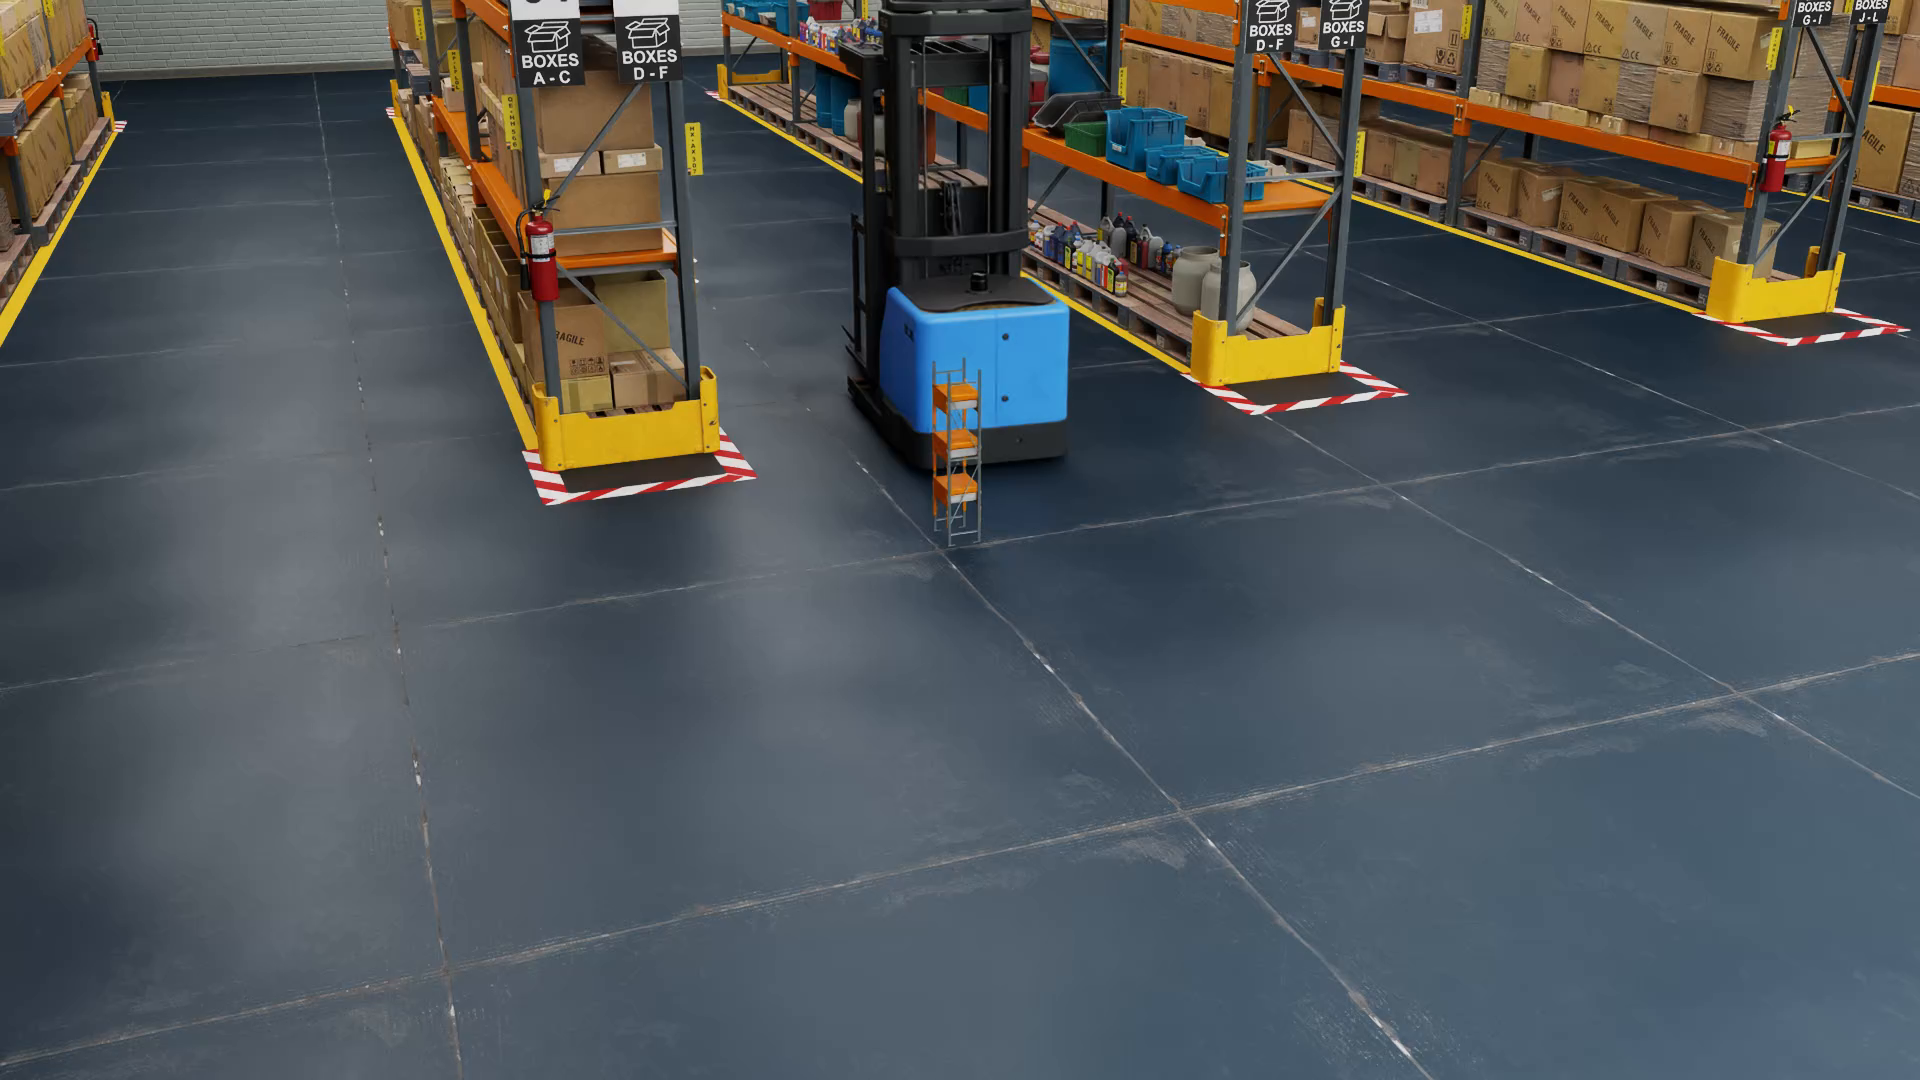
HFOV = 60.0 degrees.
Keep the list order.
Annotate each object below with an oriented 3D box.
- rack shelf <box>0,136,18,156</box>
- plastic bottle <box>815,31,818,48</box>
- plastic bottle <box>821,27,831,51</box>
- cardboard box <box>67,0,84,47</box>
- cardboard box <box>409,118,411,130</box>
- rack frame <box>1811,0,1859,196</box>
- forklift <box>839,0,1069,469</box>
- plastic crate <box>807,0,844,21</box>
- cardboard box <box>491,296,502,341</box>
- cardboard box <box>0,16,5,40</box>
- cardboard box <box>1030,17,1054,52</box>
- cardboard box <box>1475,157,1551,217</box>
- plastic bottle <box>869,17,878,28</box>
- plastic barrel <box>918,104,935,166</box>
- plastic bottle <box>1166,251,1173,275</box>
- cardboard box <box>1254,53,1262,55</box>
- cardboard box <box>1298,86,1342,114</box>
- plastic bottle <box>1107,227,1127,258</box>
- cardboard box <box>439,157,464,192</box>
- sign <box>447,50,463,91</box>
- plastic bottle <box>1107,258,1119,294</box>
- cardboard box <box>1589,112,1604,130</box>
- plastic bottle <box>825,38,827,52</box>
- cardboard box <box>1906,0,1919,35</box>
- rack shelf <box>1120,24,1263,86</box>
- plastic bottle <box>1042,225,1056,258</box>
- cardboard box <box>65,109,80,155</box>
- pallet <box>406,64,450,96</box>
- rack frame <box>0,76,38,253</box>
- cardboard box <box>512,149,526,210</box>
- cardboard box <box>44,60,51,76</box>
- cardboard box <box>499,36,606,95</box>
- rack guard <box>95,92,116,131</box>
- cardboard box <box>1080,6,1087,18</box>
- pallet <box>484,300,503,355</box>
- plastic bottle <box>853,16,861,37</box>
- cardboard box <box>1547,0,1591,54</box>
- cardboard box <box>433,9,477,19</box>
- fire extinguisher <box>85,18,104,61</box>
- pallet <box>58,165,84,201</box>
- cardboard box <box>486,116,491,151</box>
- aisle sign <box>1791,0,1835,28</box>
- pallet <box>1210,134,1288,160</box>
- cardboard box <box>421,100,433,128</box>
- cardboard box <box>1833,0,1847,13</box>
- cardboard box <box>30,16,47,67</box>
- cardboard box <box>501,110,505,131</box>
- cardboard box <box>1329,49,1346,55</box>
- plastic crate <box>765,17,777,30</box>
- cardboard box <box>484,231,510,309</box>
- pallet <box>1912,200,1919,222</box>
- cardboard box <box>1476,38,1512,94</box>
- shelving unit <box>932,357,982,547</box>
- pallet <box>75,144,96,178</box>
[{"bbox_3d":[-8.966,-3.140,14.264,1.077,0.370,4.000,-8,24,-19],"label":"rack shelf"},{"bbox_3d":[-1.831,-6.484,21.529,0.097,0.201,0.097,0,23,0],"label":"plastic bottle"},{"bbox_3d":[-1.683,-6.397,21.224,0.152,0.276,0.135,-8,24,-19],"label":"plastic bottle"},{"bbox_3d":[-12.041,-6.796,21.626,0.980,0.700,0.700,-9,24,-19],"label":"cardboard box"},{"bbox_3d":[-7.108,-5.518,22.083,0.380,0.149,0.250,-8,24,-19],"label":"cardboard box"},{"bbox_3d":[10.318,-5.427,18.765,1.000,3.000,0.127,-8,24,-19],"label":"rack frame"},{"bbox_3d":[-0.191,-2.347,11.544,1.130,2.935,3.031,-6,24,-15],"label":"forklift"},{"bbox_3d":[-1.898,-7.427,23.349,0.402,0.464,0.583,-8,24,-19],"label":"plastic crate"},{"bbox_3d":[-3.402,-1.777,13.104,0.500,0.250,0.500,-8,24,-19],"label":"cardboard box"},{"bbox_3d":[-9.602,-4.947,16.121,0.500,0.250,0.500,-8,24,-18],"label":"cardboard box"},{"bbox_3d":[1.704,-8.137,27.387,0.875,0.875,0.875,-8,24,-19],"label":"cardboard box"},{"bbox_3d":[5.746,-3.674,17.283,0.500,0.500,0.500,-9,25,-21],"label":"cardboard box"},{"bbox_3d":[-1.121,-6.632,21.686,0.144,0.351,0.185,-8,24,-19],"label":"plastic bottle"},{"bbox_3d":[-0.593,-4.926,19.829,0.600,0.830,0.708,-8,24,-19],"label":"plastic barrel"},{"bbox_3d":[1.882,-2.462,14.766,0.097,0.201,0.097,0,23,0],"label":"plastic bottle"},{"bbox_3d":[3.823,-6.428,21.011,0.500,0.500,0.500,-8,24,-17],"label":"cardboard box"},{"bbox_3d":[4.494,-5.394,20.372,0.500,0.250,0.500,-7,24,-17],"label":"cardboard box"},{"bbox_3d":[1.444,-2.758,15.372,0.152,0.276,0.135,-8,24,-19],"label":"plastic bottle"},{"bbox_3d":[-5.129,-3.833,17.260,0.500,0.311,0.500,-7,24,-17],"label":"cardboard box"},{"bbox_3d":[-4.130,-3.845,13.621,0.100,0.325,0.005,-8,24,-19],"label":"sign"},{"bbox_3d":[1.305,-2.249,14.154,0.061,0.283,0.133,-8,24,-18],"label":"plastic bottle"},{"bbox_3d":[6.110,-3.920,15.513,0.380,0.149,0.250,-8,24,-19],"label":"cardboard box"},{"bbox_3d":[-1.668,-6.316,21.130,0.097,0.201,0.097,0,23,0],"label":"plastic bottle"},{"bbox_3d":[10.720,-5.671,17.760,0.875,0.550,0.550,-8,24,-19],"label":"cardboard box"},{"bbox_3d":[3.523,-6.632,22.549,1.077,0.370,4.000,-8,24,-19],"label":"rack shelf"},{"bbox_3d":[0.851,-2.762,15.381,0.152,0.276,0.135,-7,24,-17],"label":"plastic bottle"},{"bbox_3d":[-11.254,-4.979,20.378,0.700,0.500,0.500,-8,24,-18],"label":"cardboard box"},{"bbox_3d":[-5.344,-5.027,18.063,1.213,0.211,1.003,-8,24,-19],"label":"pallet"},{"bbox_3d":[-9.672,-4.198,15.848,1.000,3.000,0.127,-8,24,-19],"label":"rack frame"},{"bbox_3d":[-2.916,-2.752,12.288,0.700,0.500,0.500,-8,24,-17],"label":"cardboard box"},{"bbox_3d":[-10.590,-5.372,18.932,0.380,0.149,0.250,-8,24,-18],"label":"cardboard box"},{"bbox_3d":[-2.932,-3.362,12.066,0.700,0.500,0.500,-8,24,-19],"label":"cardboard box"},{"bbox_3d":[-12.507,-5.962,23.251,1.175,0.500,0.348,-8,24,-19],"label":"rack guard"},{"bbox_3d":[2.038,-8.014,25.226,0.380,0.149,0.250,-8,24,-18],"label":"cardboard box"},{"bbox_3d":[-3.385,-1.846,13.858,1.003,0.211,1.213,-8,24,-19],"label":"pallet"},{"bbox_3d":[-1.321,-6.679,21.798,0.144,0.351,0.185,-8,24,-19],"label":"plastic bottle"},{"bbox_3d":[5.918,-4.866,15.633,0.500,0.500,0.500,-8,24,-19],"label":"cardboard box"},{"bbox_3d":[-5.512,-5.690,18.720,0.700,0.500,0.500,-4,23,-9],"label":"cardboard box"},{"bbox_3d":[-12.120,-7.015,23.112,0.296,0.674,0.183,-8,24,-19],"label":"fire extinguisher"},{"bbox_3d":[-10.742,-4.096,19.197,1.003,0.211,1.213,-8,24,-19],"label":"pallet"},{"bbox_3d":[-3.841,-3.529,14.455,0.500,0.250,0.500,-7,24,-16],"label":"cardboard box"},{"bbox_3d":[6.797,-4.464,13.133,0.394,0.787,0.004,-8,24,-19],"label":"aisle sign"},{"bbox_3d":[4.022,-5.249,21.931,1.003,0.211,1.213,-8,24,-19],"label":"pallet"},{"bbox_3d":[-5.979,-4.974,19.376,0.500,0.250,0.500,-9,24,-20],"label":"cardboard box"},{"bbox_3d":[10.138,-6.114,18.977,0.700,0.500,0.500,-9,24,-20],"label":"cardboard box"},{"bbox_3d":[-10.497,-5.527,18.463,0.500,0.500,0.500,-8,24,-19],"label":"cardboard box"},{"bbox_3d":[-3.162,-3.084,12.241,0.380,0.149,0.250,-9,24,-19],"label":"cardboard box"},{"bbox_3d":[4.606,-5.721,19.113,0.500,0.250,0.500,-9,24,-20],"label":"cardboard box"},{"bbox_3d":[-2.464,-7.281,23.441,0.437,0.125,0.590,-8,24,-19],"label":"plastic crate"},{"bbox_3d":[-3.402,-2.123,12.959,0.500,0.500,0.500,-8,24,-19],"label":"cardboard box"},{"bbox_3d":[10.949,-3.411,17.572,1.003,0.211,1.213,-8,24,-19],"label":"pallet"},{"bbox_3d":[5.744,-4.795,16.752,0.875,0.500,0.500,-8,24,-19],"label":"cardboard box"},{"bbox_3d":[-0.019,-0.503,9.592,0.215,1.050,0.252,-8,24,-19],"label":"shelving unit"},{"bbox_3d":[-11.281,-4.653,20.519,1.003,0.211,1.213,-8,24,-19],"label":"pallet"}]
